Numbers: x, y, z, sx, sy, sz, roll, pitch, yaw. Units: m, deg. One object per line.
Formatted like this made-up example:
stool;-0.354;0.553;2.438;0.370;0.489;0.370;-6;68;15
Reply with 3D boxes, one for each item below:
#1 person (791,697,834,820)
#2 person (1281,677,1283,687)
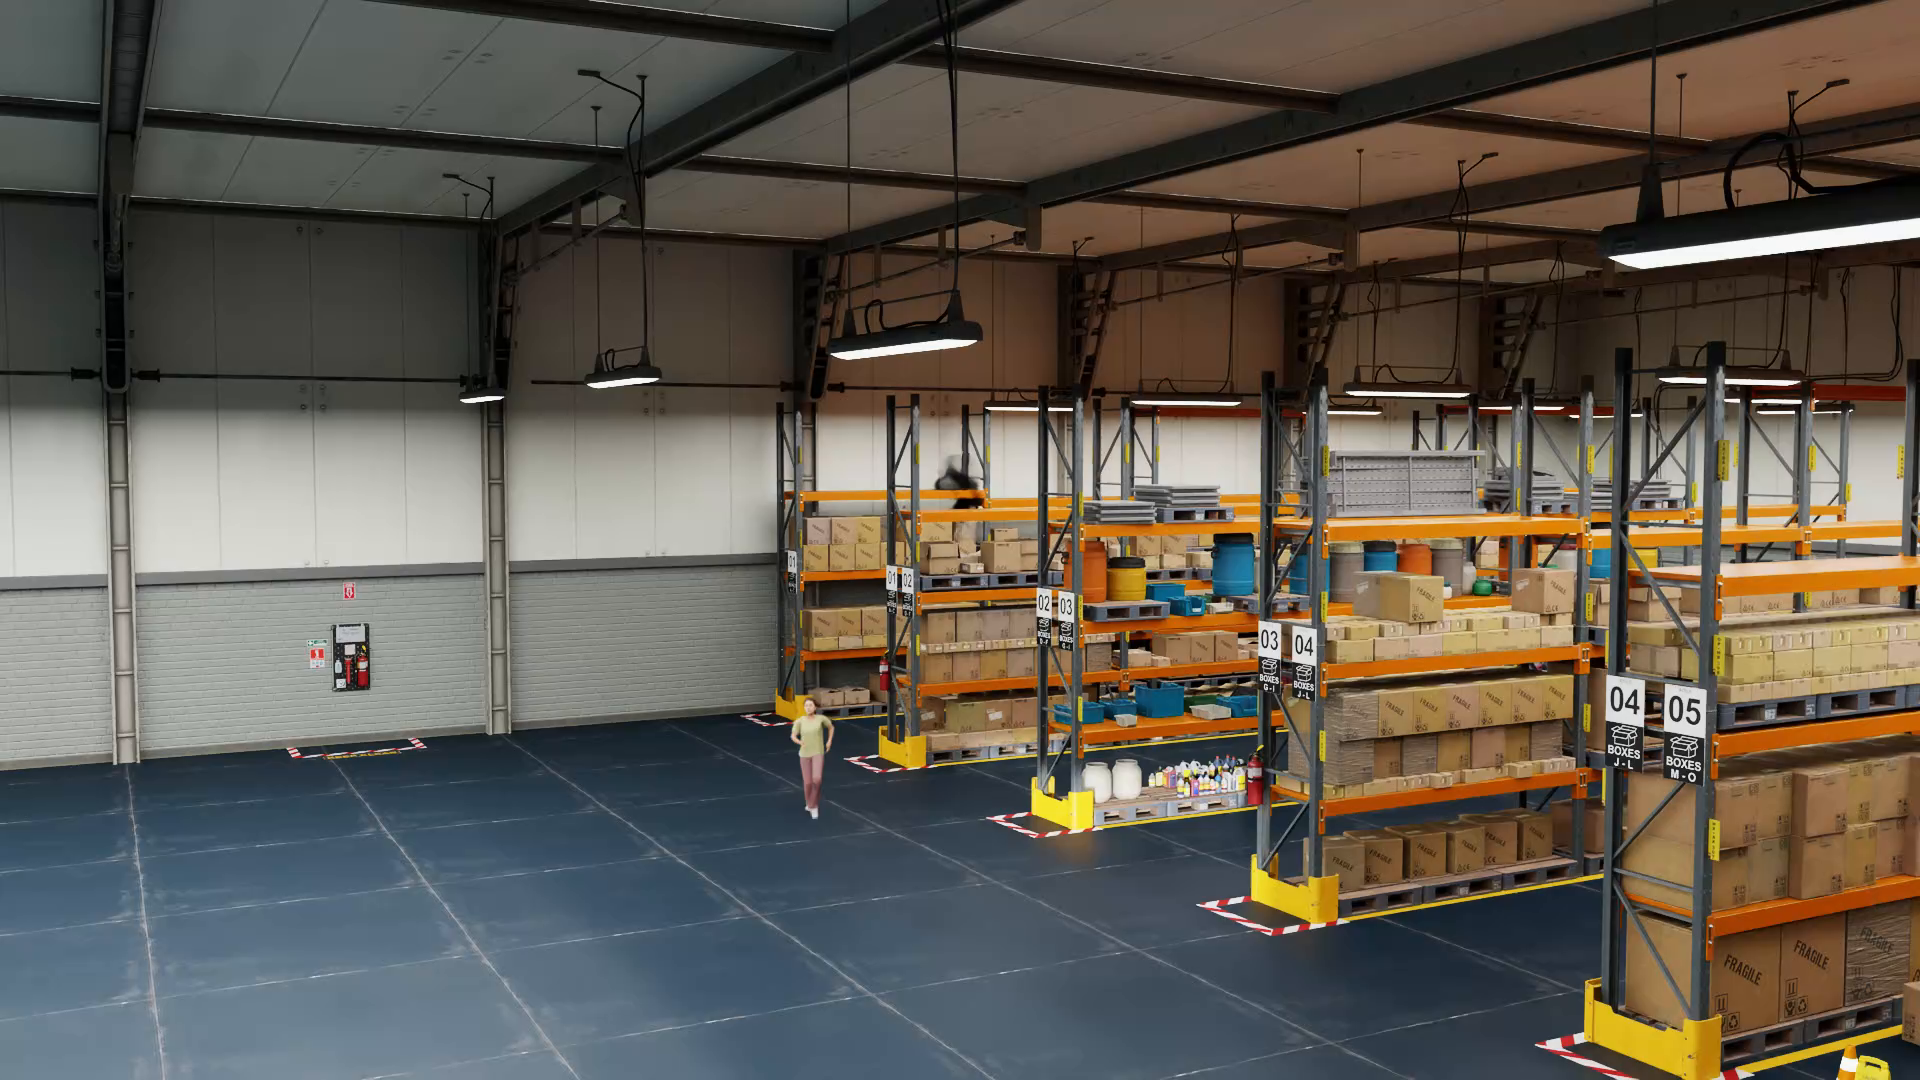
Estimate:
person;-2.069;3.032;23.201;0.580;1.684;0.673;0;3;2
person;6.482;2.415;34.190;0.853;1.587;0.568;-3;4;-39
